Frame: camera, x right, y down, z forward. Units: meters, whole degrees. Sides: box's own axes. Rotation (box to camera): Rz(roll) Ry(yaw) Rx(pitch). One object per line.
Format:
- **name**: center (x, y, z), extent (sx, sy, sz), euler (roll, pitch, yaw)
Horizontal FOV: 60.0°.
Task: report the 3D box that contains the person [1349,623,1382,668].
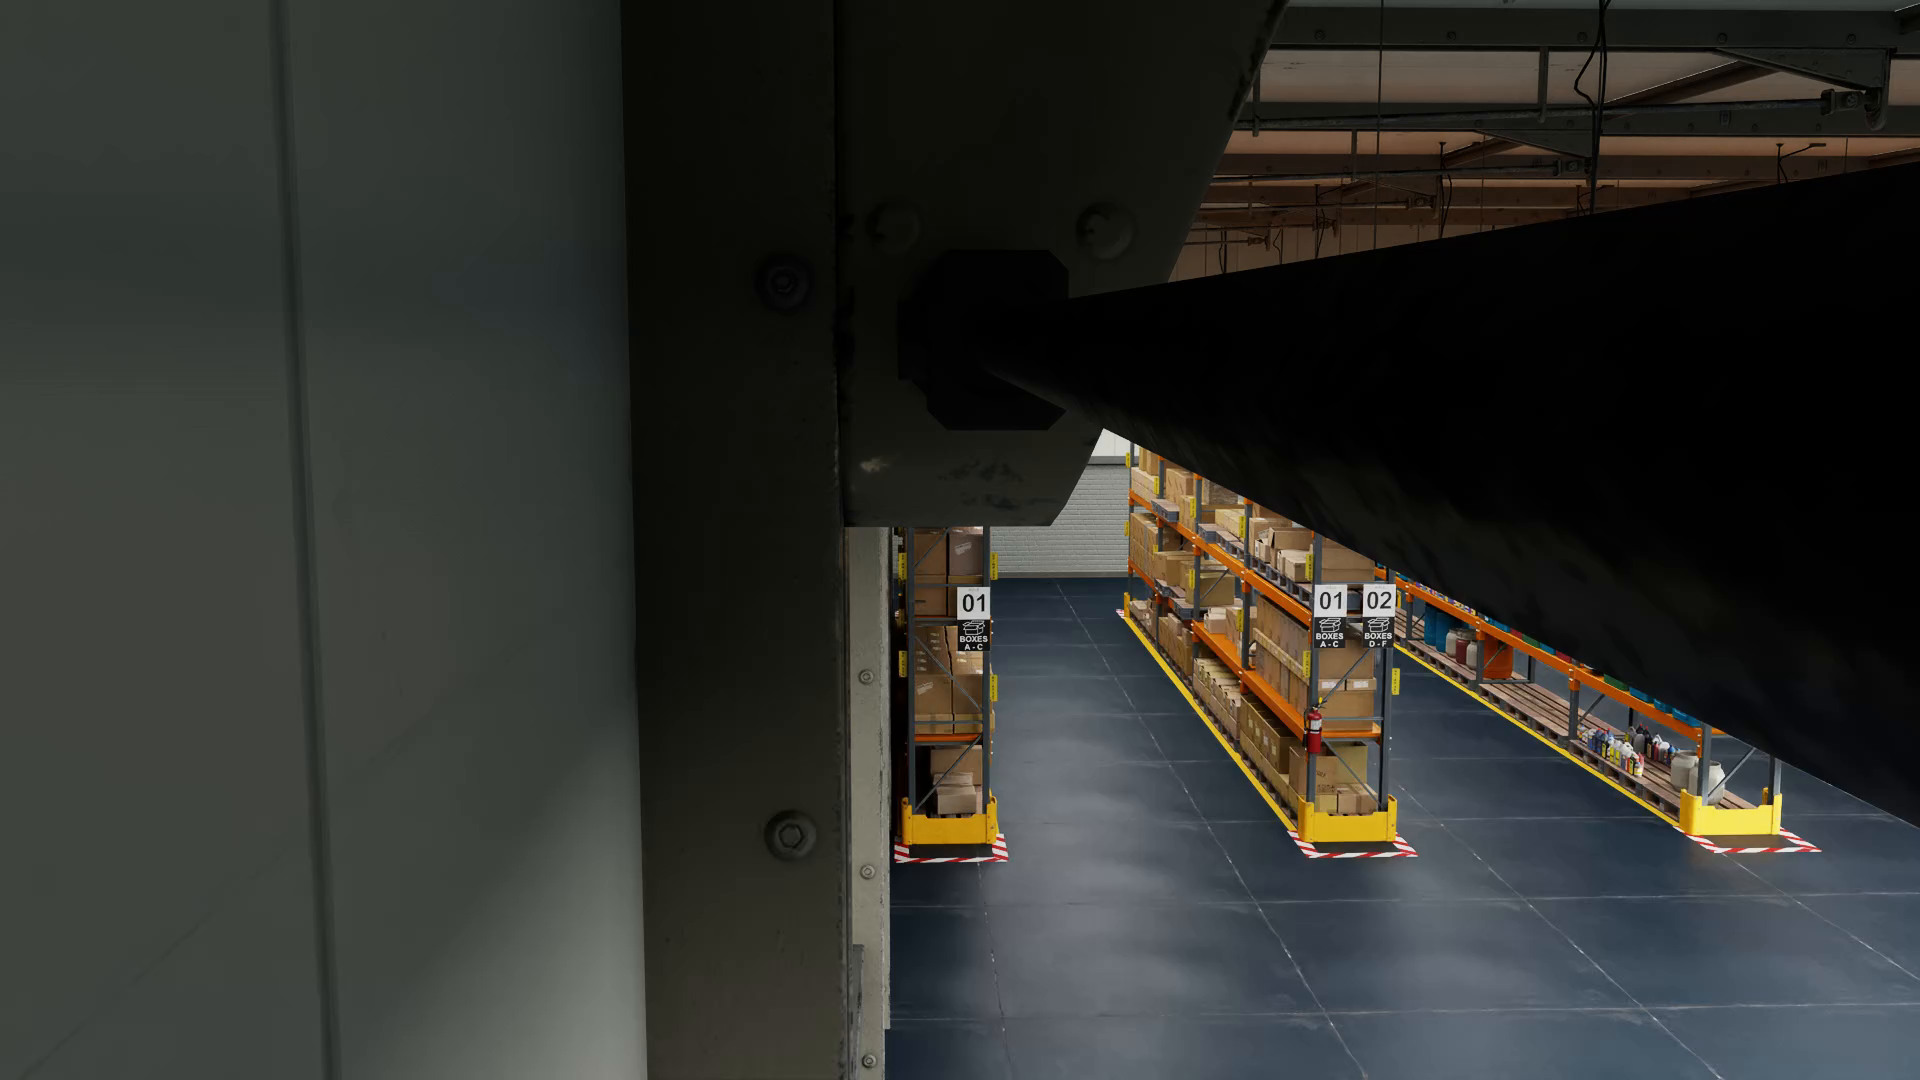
- **person**: center (7.121, 1.743, 29.127), extent (0.665, 1.736, 0.561), euler (-1, 7, -8)
